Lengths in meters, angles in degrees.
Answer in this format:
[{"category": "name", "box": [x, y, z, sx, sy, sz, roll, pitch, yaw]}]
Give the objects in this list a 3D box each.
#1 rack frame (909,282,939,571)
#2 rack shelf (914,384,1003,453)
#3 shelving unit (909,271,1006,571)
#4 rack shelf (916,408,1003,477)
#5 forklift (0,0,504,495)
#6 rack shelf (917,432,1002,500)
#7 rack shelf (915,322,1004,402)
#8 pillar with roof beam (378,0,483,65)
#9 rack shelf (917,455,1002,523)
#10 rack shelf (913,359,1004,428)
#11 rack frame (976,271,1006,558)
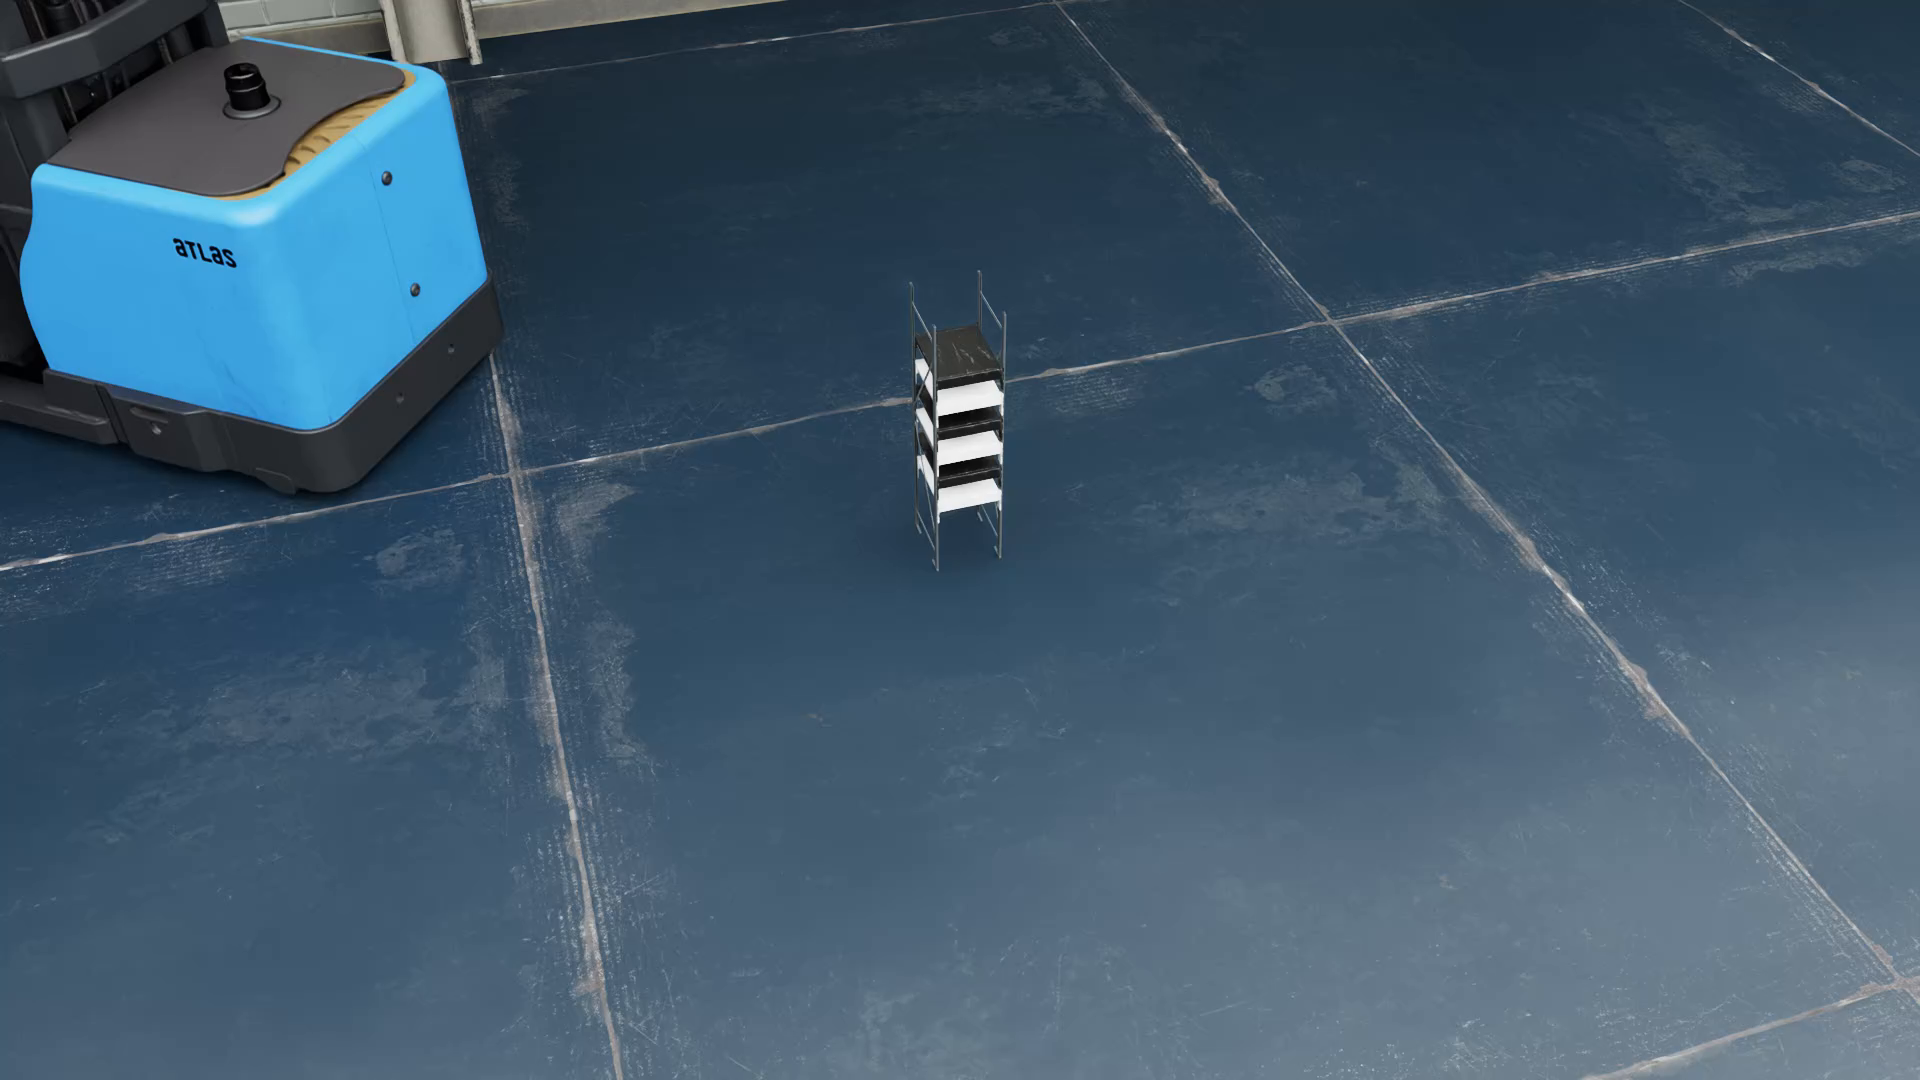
[{"category": "rack frame", "box": [-0.105, -0.317, 4.929, 0.006, 0.900, 0.240, -12, 42, -13]}, {"category": "rack shelf", "box": [-0.008, -0.380, 4.915, 0.200, 0.077, 0.258, -12, 42, -13]}, {"category": "shelving unit", "box": [-0.008, -0.337, 4.952, 0.210, 0.900, 0.258, -12, 42, -13]}, {"category": "rack shelf", "box": [-0.008, -0.312, 4.974, 0.200, 0.077, 0.258, -12, 42, -13]}, {"category": "forklift", "box": [-3.215, -1.843, 5.132, 3.031, 2.935, 1.130, 13, 43, 15]}, {"category": "rack shelf", "box": [-0.008, -0.244, 5.033, 0.200, 0.077, 0.258, -12, 42, -13]}, {"category": "rack shelf", "box": [-0.008, -0.516, 4.796, 0.200, 0.077, 0.258, -12, 42, -13]}, {"category": "pillar with roof beam", "box": [-1.184, -2.985, 1.827, 0.400, 9.000, 9.100, -12, 42, -13]}, {"category": "rack shelf", "box": [-0.008, -0.177, 5.092, 0.200, 0.077, 0.258, -12, 42, -13]}, {"category": "rack shelf", "box": [-0.008, -0.448, 4.856, 0.200, 0.077, 0.258, -12, 42, -13]}, {"category": "rack frame", "box": [0.089, -0.357, 4.975, 0.006, 0.900, 0.240, -12, 42, -13]}]
